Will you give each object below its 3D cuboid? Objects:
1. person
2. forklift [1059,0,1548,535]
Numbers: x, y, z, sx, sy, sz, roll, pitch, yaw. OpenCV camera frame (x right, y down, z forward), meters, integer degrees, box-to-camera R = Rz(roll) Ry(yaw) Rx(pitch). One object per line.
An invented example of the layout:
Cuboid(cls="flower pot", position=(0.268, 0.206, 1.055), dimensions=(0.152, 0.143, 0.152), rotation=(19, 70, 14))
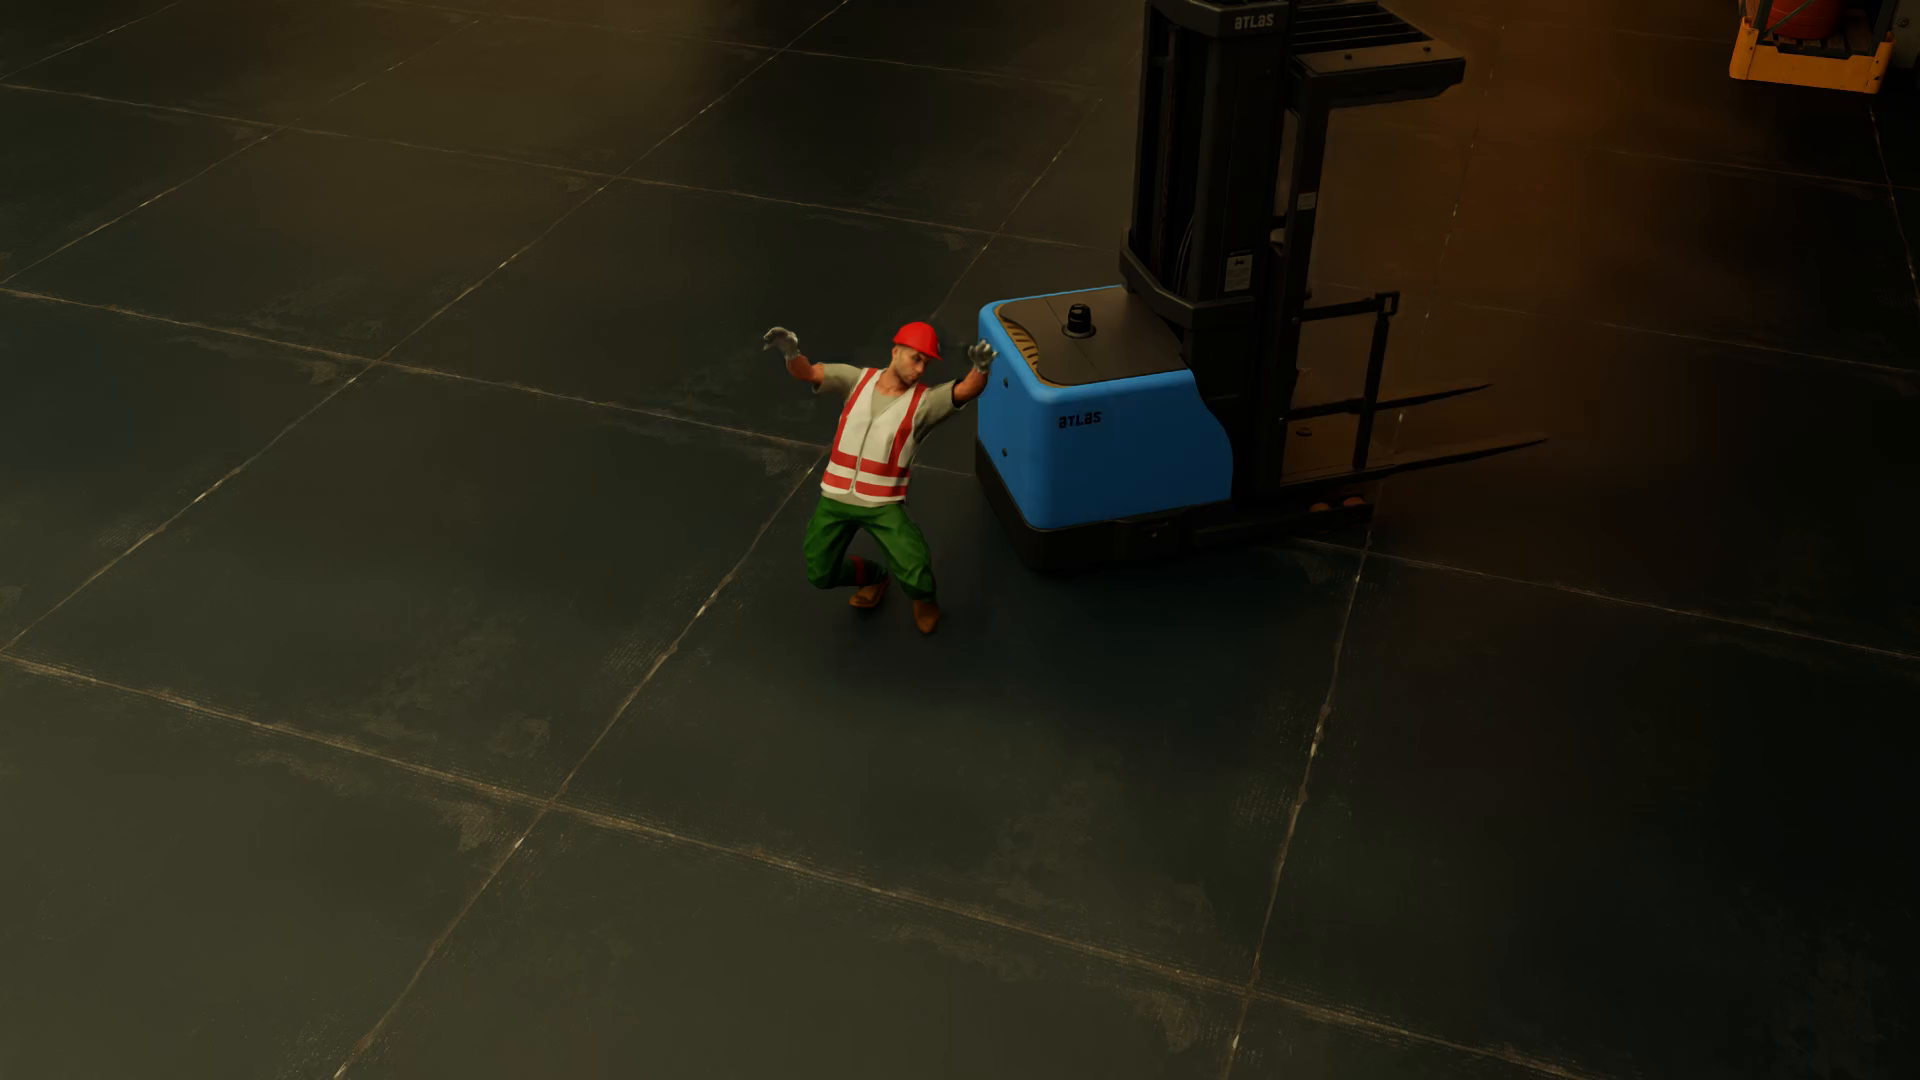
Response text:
Cuboid(cls="person", position=(-0.294, -0.322, 7.600), dimensions=(0.986, 1.546, 0.748), rotation=(12, 37, 17))
Cuboid(cls="forklift", position=(1.658, -1.505, 8.234), dimensions=(3.031, 2.935, 1.121), rotation=(-10, 36, -13))
